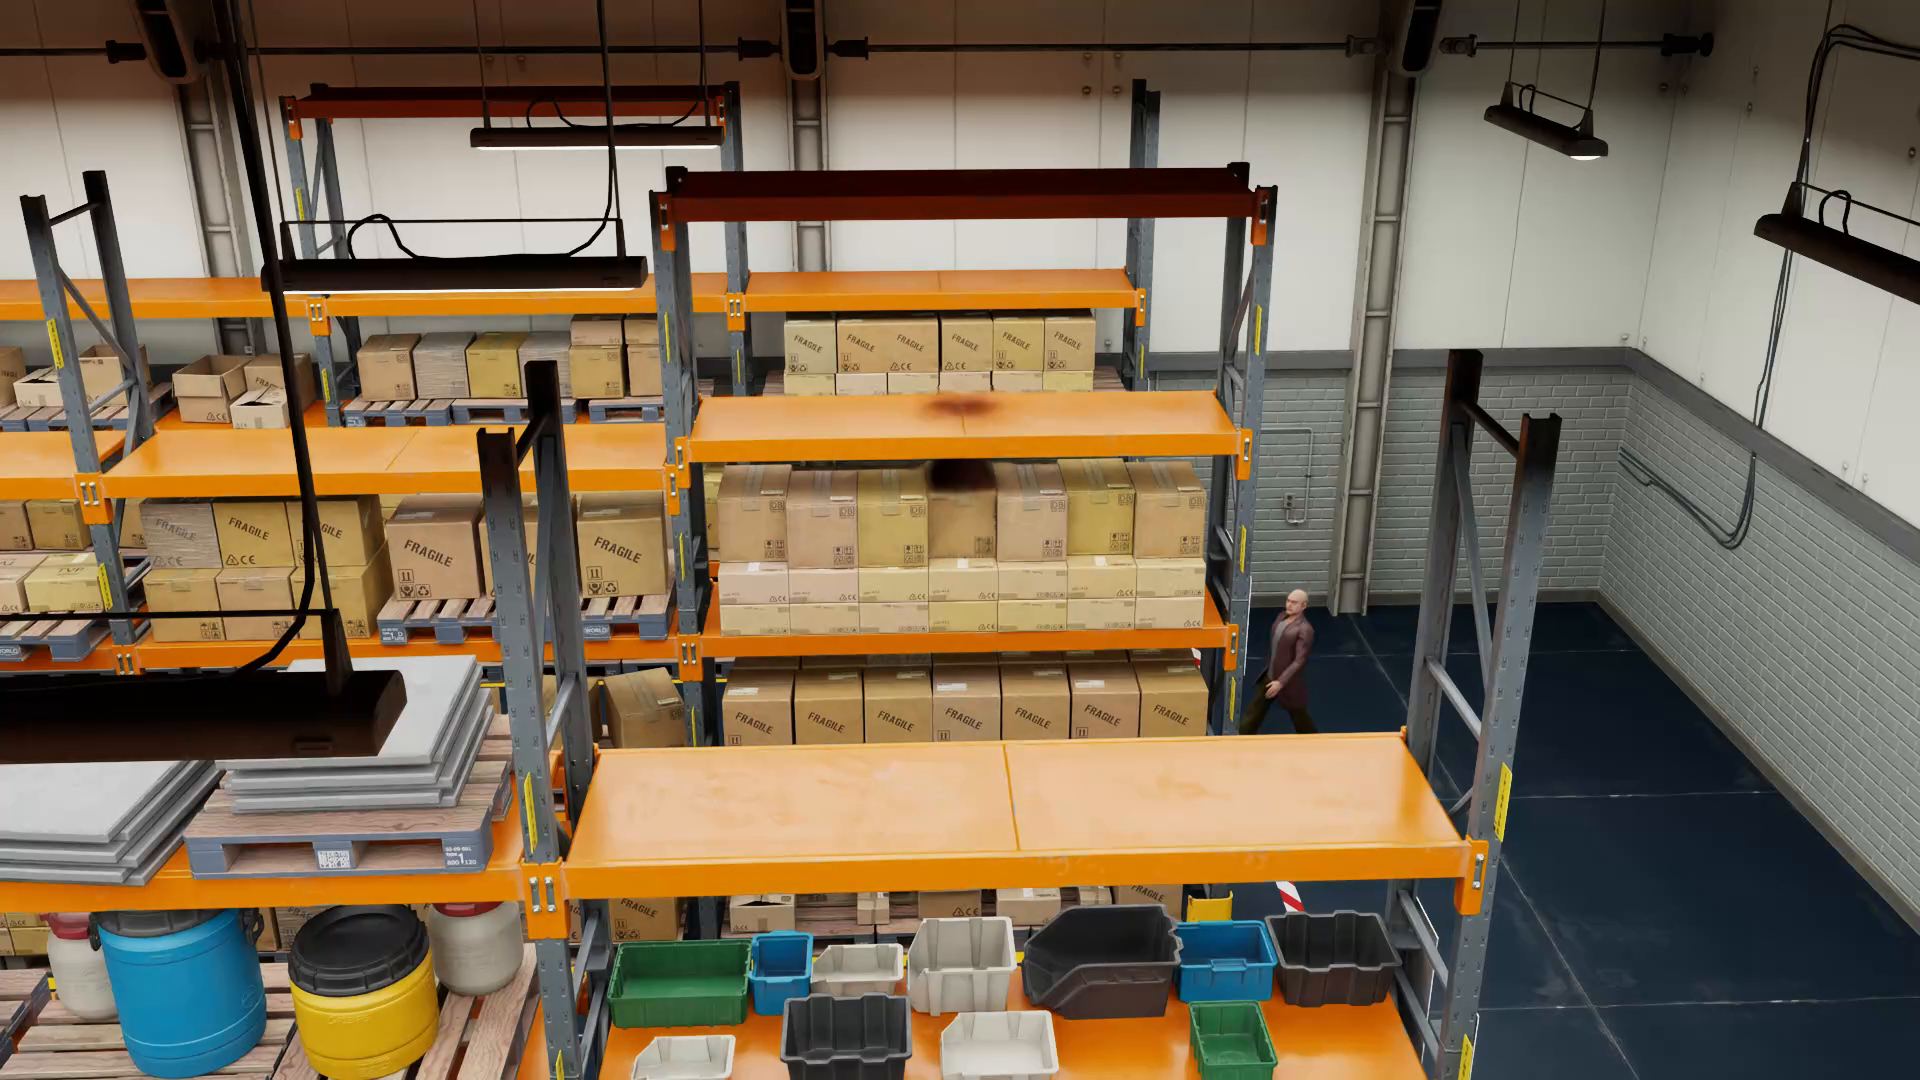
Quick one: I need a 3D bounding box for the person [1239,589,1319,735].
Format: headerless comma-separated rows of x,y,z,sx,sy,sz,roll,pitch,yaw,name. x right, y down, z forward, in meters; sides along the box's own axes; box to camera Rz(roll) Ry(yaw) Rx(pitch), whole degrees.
2.952,1.290,15.608,1.083,1.721,0.652,-4,22,-10,person
